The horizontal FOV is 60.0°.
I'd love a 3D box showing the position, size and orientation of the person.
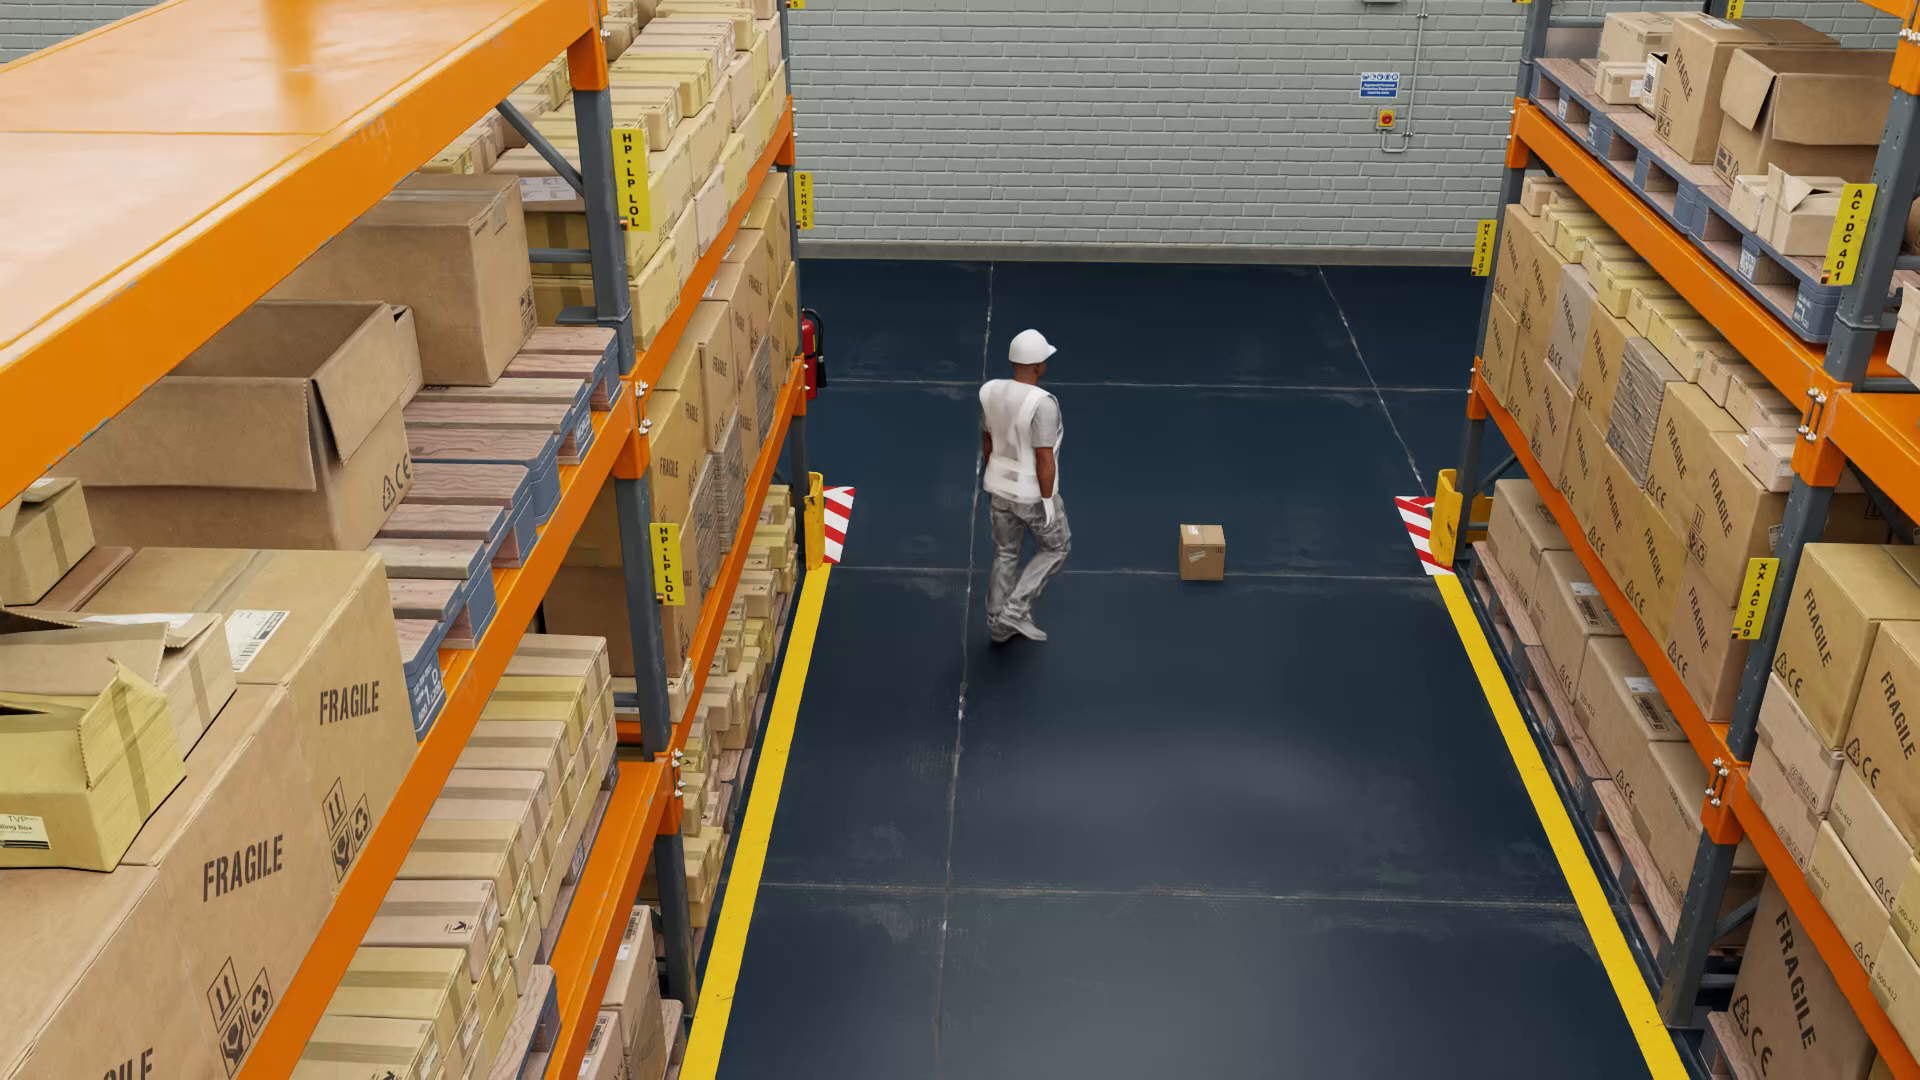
[{"bbox_3d":[0.331,-0.272,9.080,0.592,1.771,0.506,24,36,38],"label":"person"}]
